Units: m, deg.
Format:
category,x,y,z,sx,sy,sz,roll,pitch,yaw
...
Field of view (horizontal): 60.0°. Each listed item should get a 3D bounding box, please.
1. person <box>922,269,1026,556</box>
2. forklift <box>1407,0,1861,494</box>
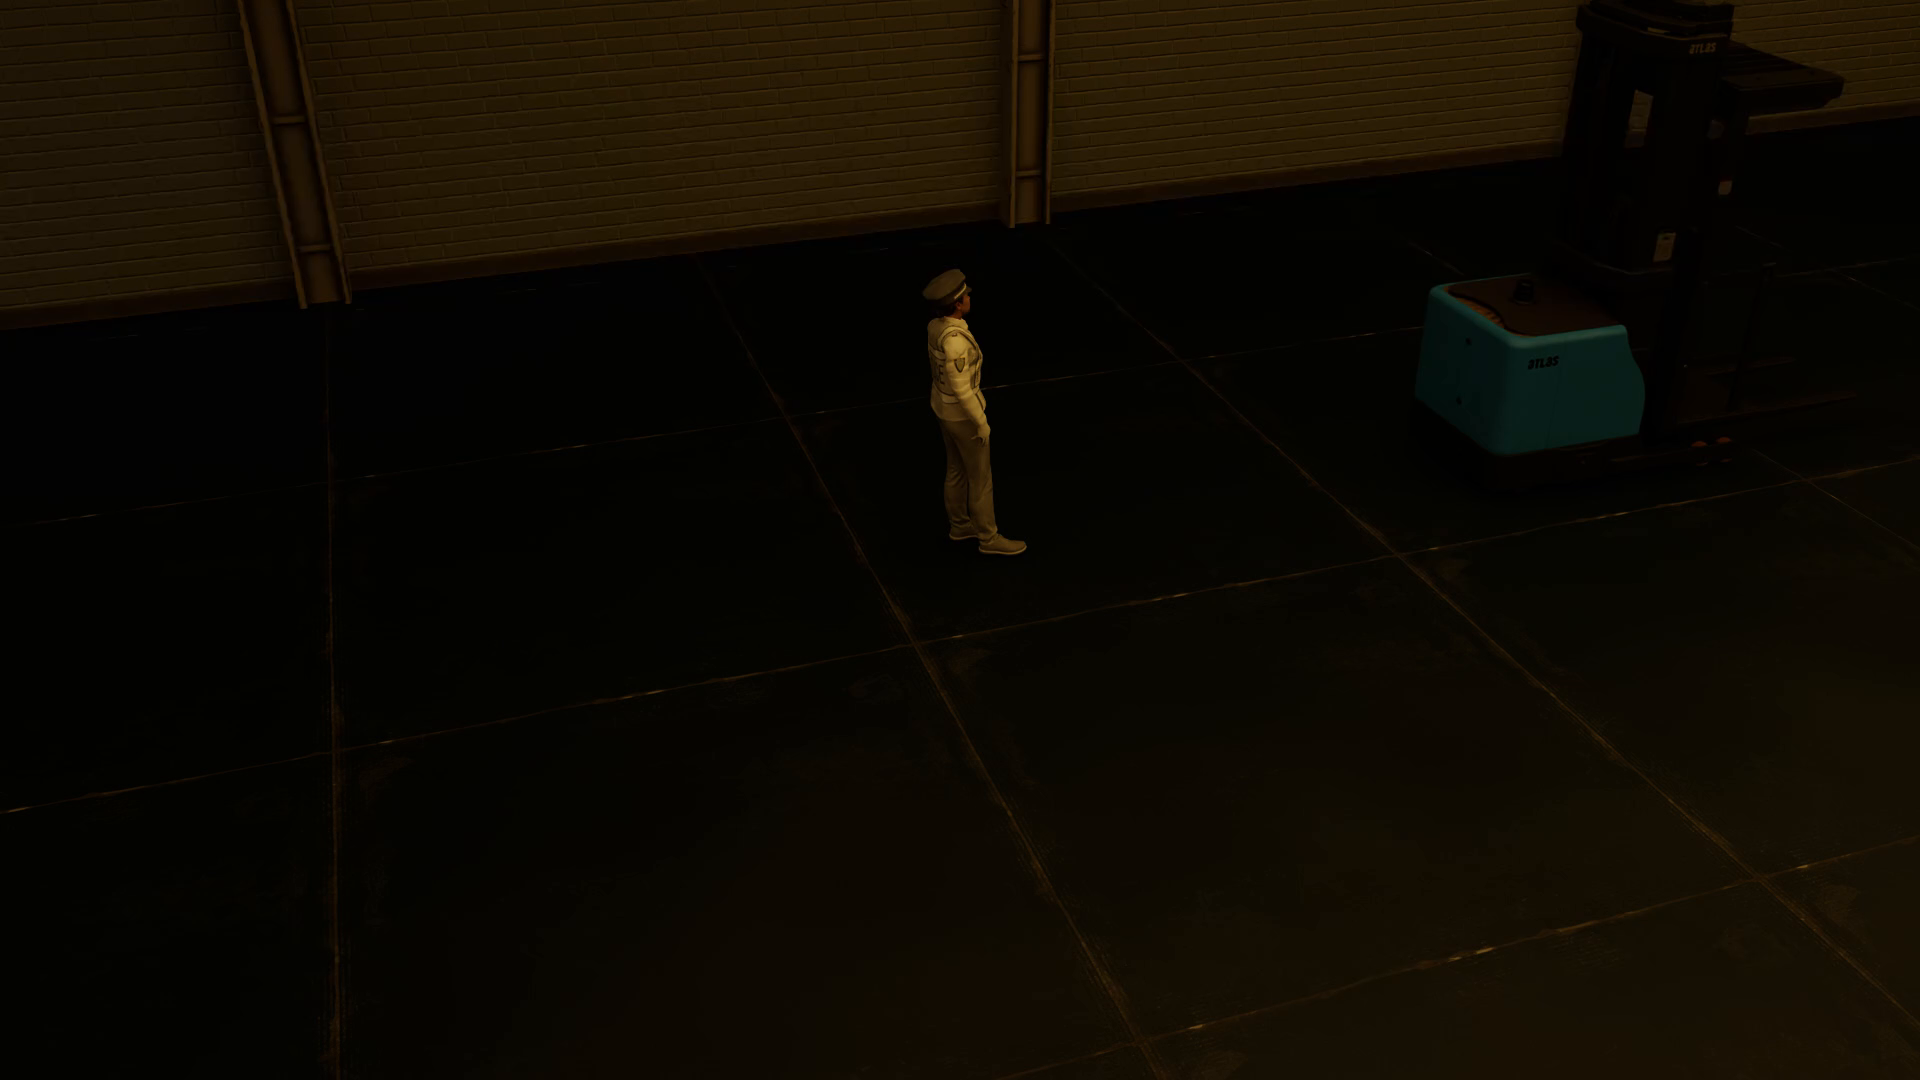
category,x,y,z,sx,sy,sz,roll,pitch,yaw
person,0.068,-0.748,9.613,0.530,1.694,0.586,-10,31,-16
forklift,4.584,-1.988,10.541,3.031,2.935,1.130,-9,31,-16
